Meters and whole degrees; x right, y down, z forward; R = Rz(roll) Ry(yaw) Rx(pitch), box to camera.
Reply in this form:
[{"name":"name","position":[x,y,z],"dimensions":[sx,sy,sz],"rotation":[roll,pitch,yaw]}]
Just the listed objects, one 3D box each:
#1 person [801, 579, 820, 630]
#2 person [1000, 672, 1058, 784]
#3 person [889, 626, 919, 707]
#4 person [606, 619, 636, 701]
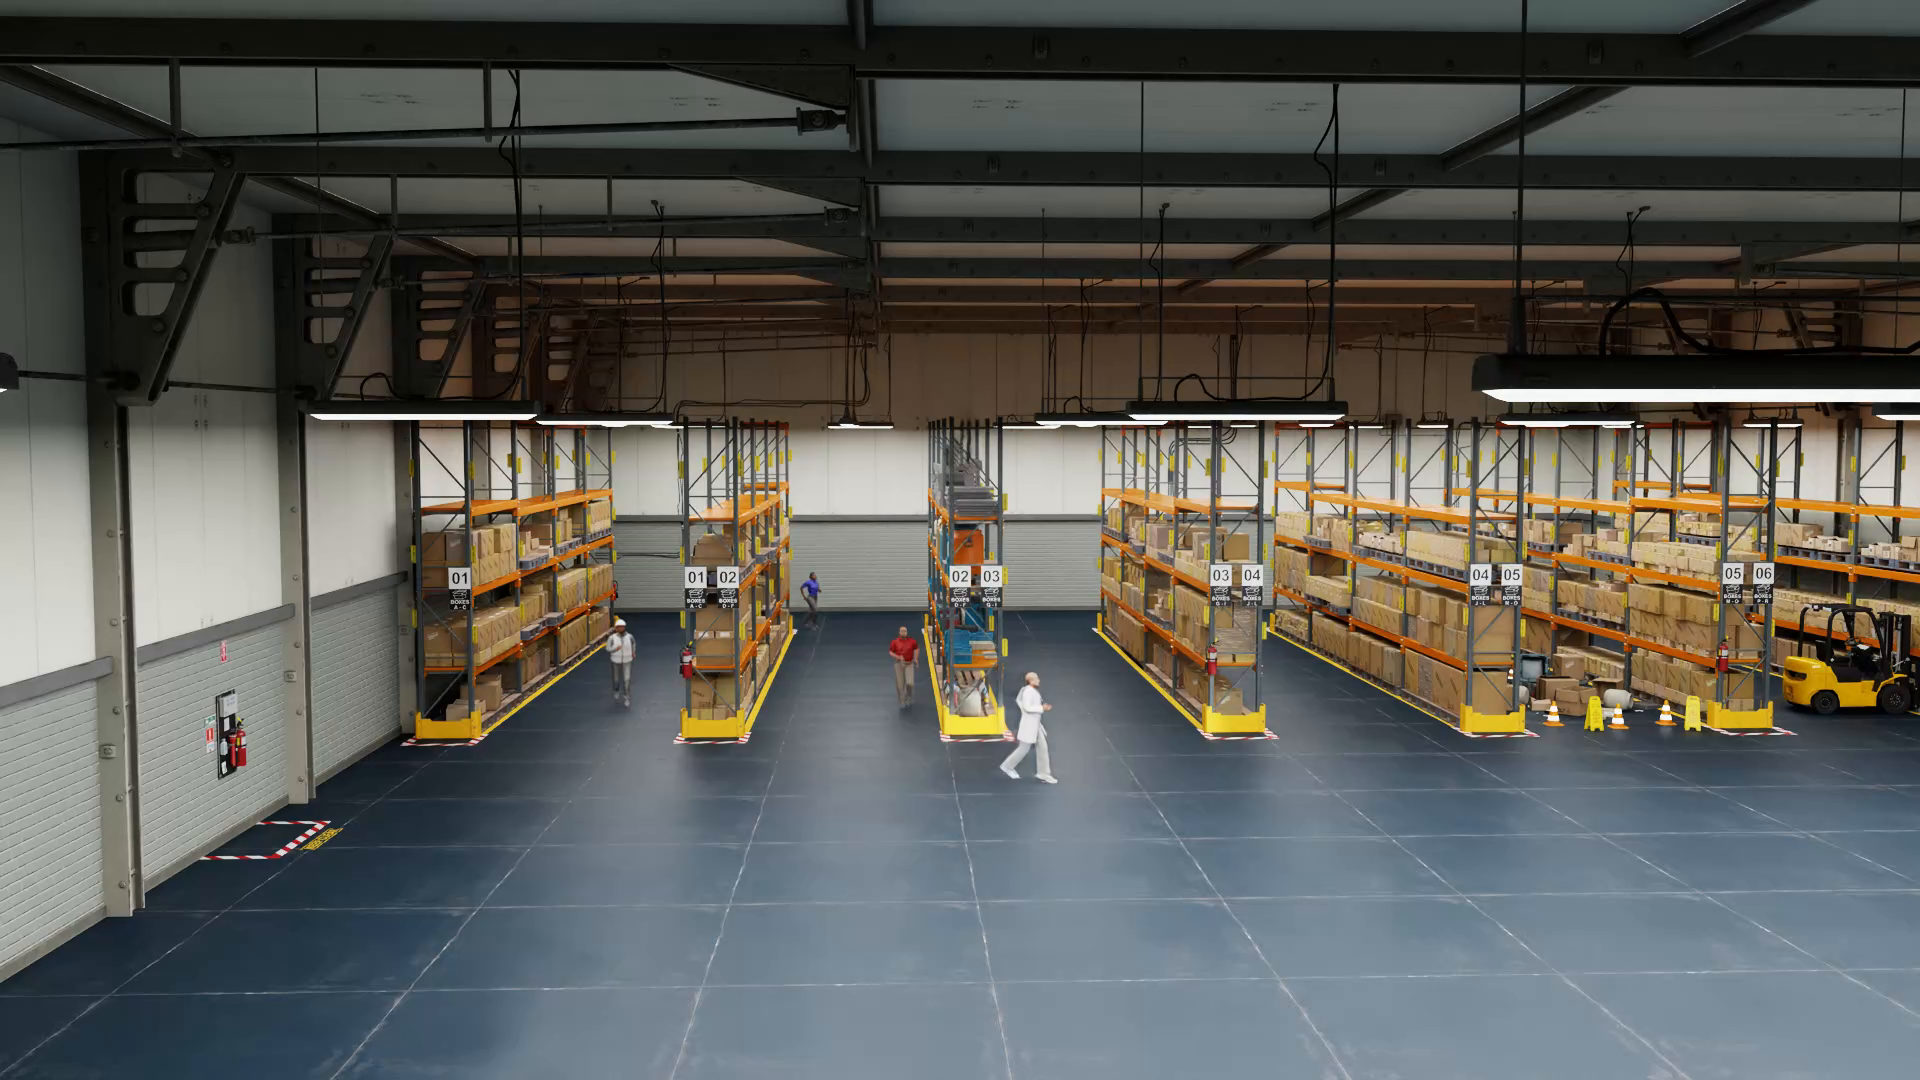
[{"name":"person","position":[-4.306,1.861,48.221],"dimensions":[0.733,1.489,0.570],"rotation":[2,4,34]},{"name":"person","position":[1.112,3.064,27.077],"dimensions":[0.966,1.821,0.679],"rotation":[1,4,16]},{"name":"person","position":[-1.147,2.626,34.349],"dimensions":[0.640,1.687,0.636],"rotation":[0,4,-5]},{"name":"person","position":[-7.087,2.501,34.793],"dimensions":[0.651,1.688,0.816],"rotation":[-1,4,-17]}]
